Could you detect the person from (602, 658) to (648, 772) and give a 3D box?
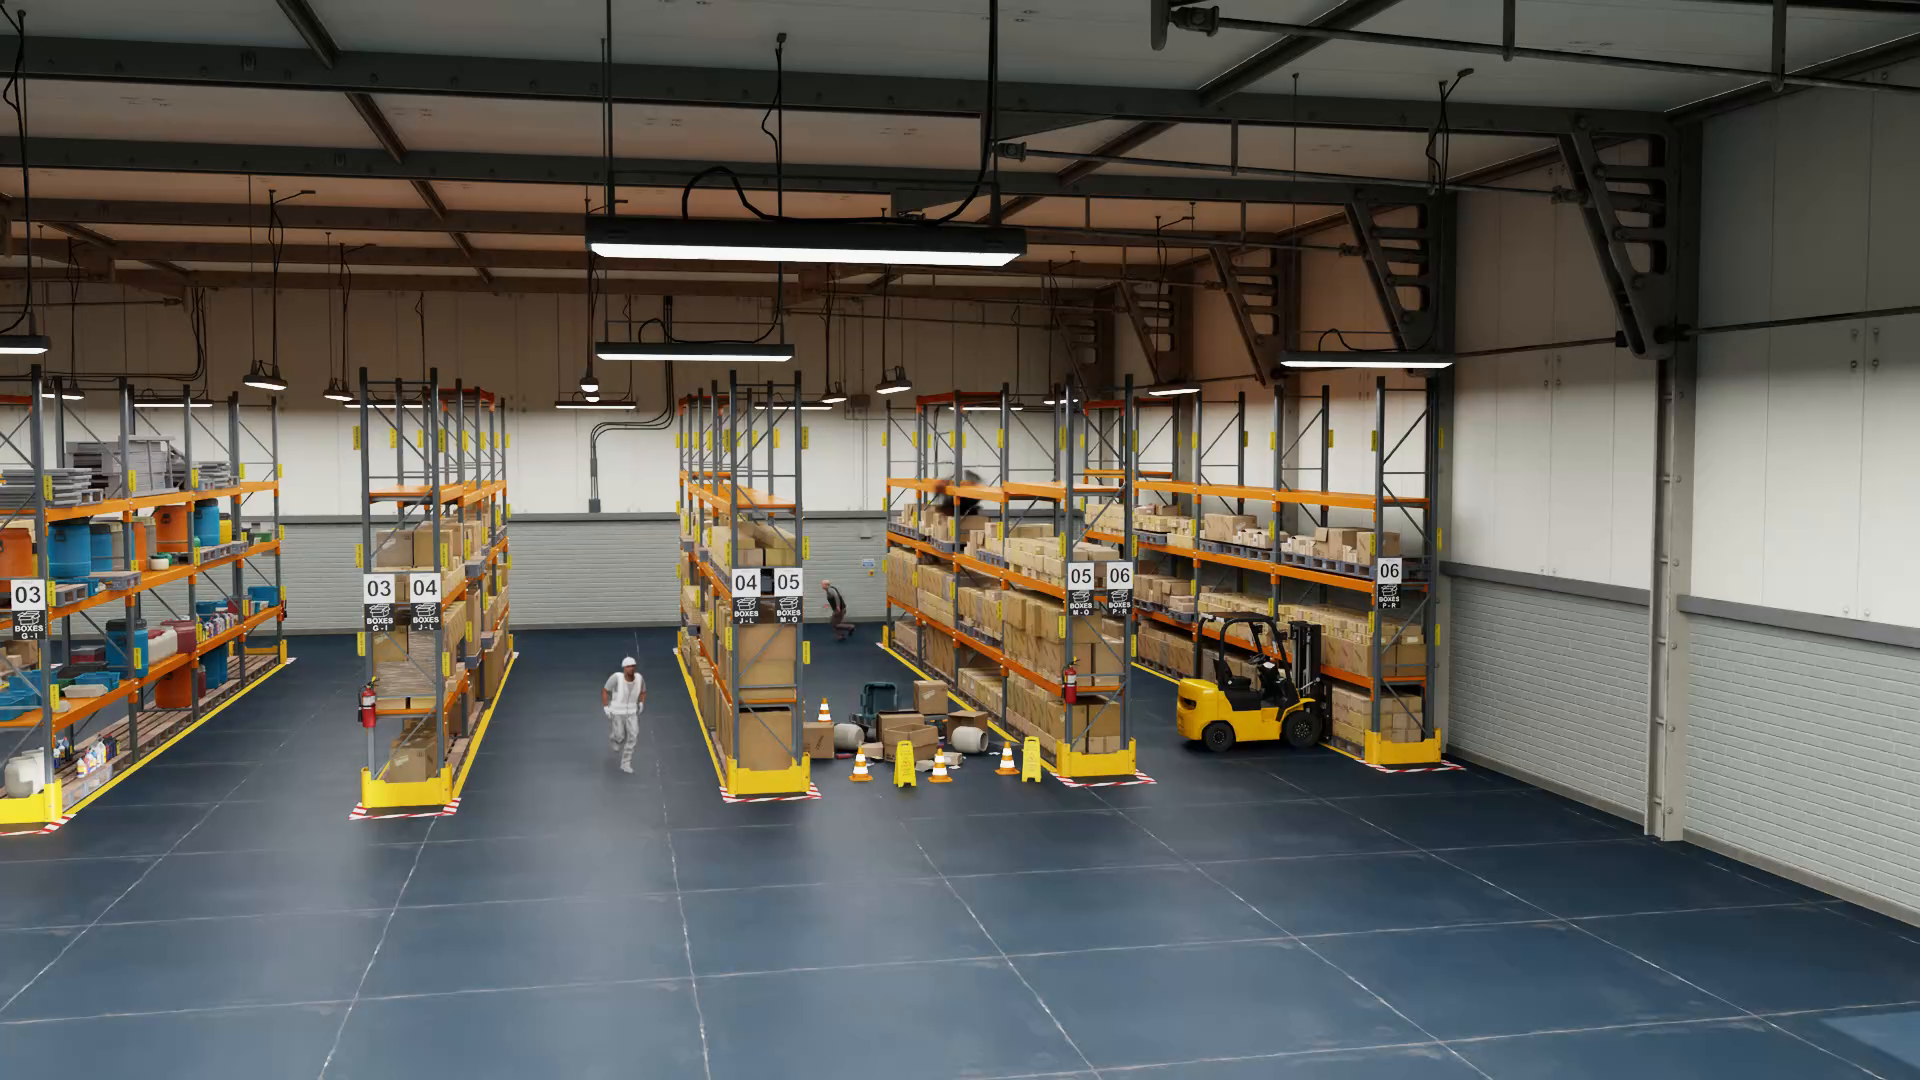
[{"bbox_3d":[-5.106,2.643,25.338,0.699,1.725,0.714,-2,4,-30],"label":"person"}]

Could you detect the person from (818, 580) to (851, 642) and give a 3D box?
[{"bbox_3d":[-3.139,1.770,41.424,0.841,1.567,0.675,0,3,-2],"label":"person"}]
